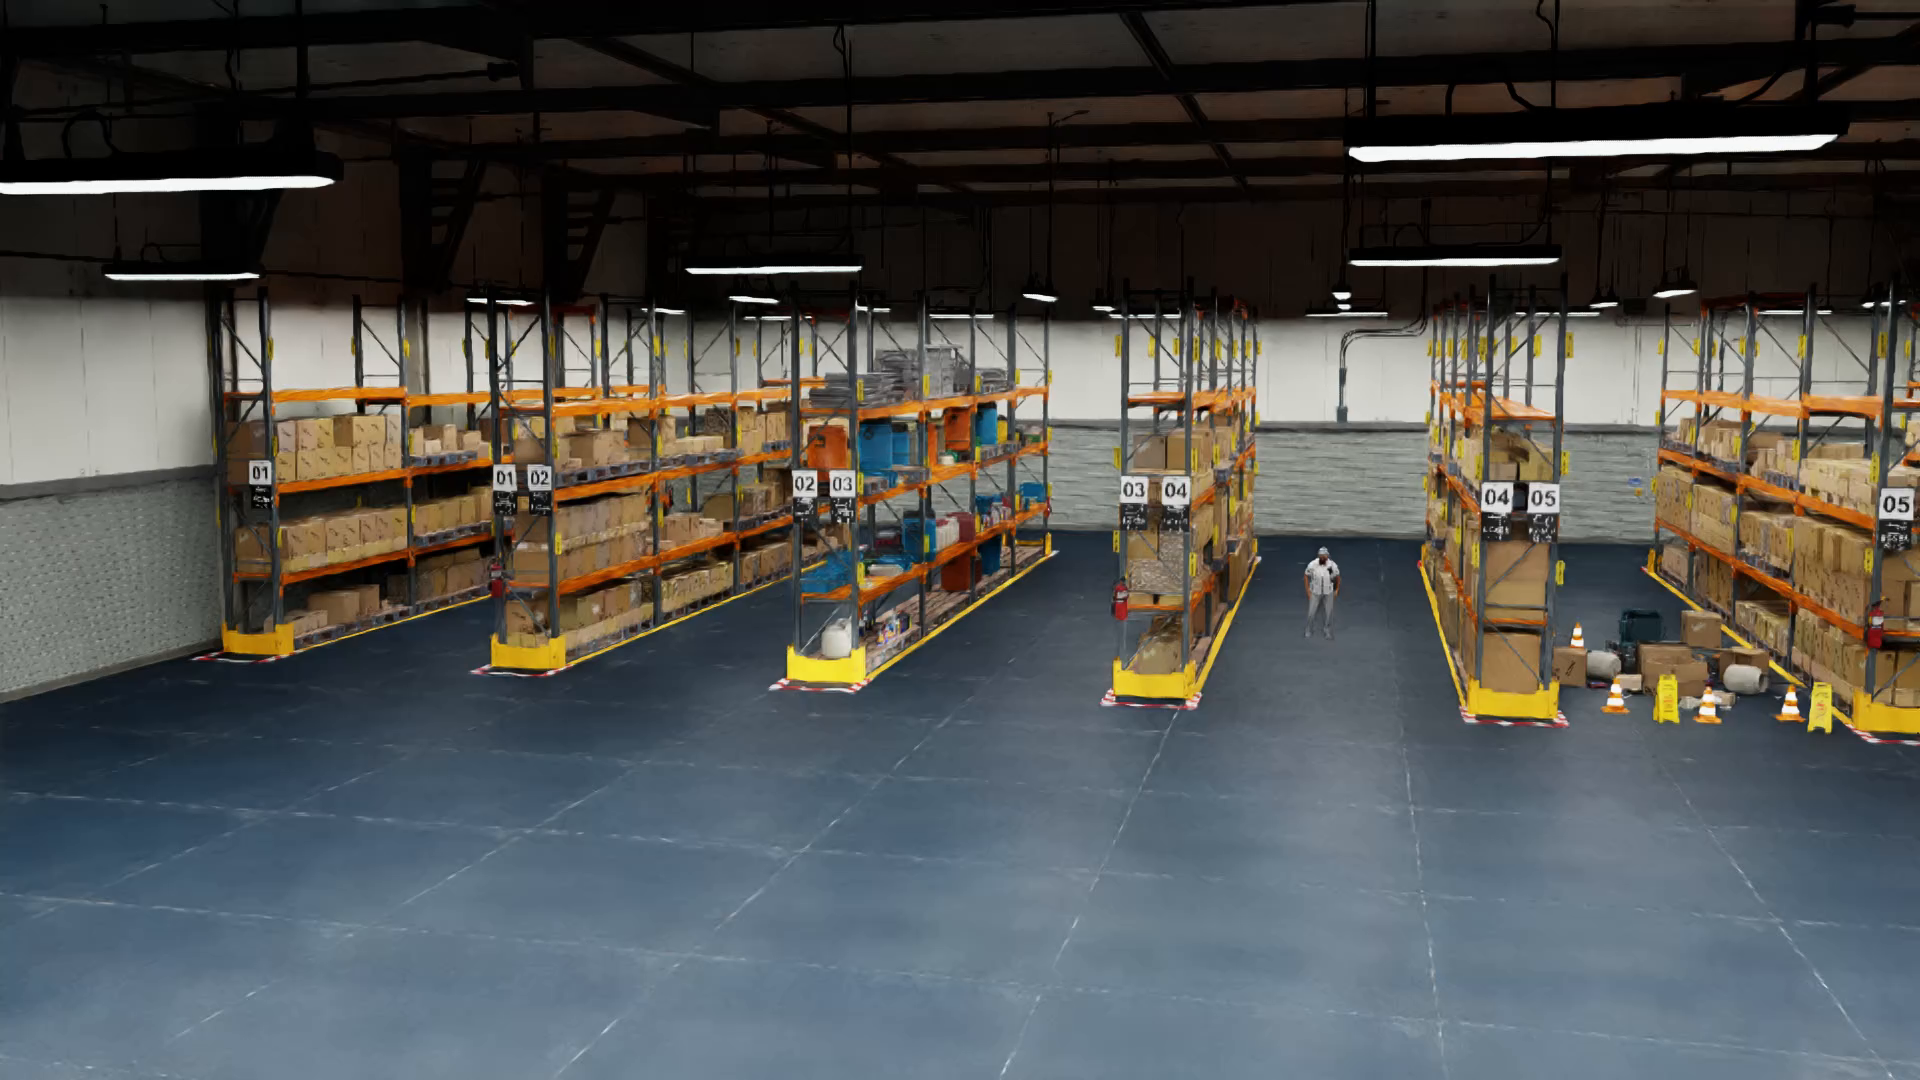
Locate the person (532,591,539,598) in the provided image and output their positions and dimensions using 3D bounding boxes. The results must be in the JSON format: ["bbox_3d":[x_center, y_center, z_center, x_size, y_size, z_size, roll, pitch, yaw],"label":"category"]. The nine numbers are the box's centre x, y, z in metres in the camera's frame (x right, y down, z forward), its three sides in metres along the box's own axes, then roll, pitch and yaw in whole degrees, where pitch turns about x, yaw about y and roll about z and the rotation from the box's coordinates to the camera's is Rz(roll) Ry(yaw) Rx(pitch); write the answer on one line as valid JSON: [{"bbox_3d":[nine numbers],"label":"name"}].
[{"bbox_3d":[-8.074,0.587,31.439,0.455,1.588,1.089,1,7,11],"label":"person"}]

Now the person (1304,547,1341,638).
[{"bbox_3d":[6.263,0.909,28.789,0.625,1.611,0.582,1,7,11],"label":"person"}]
